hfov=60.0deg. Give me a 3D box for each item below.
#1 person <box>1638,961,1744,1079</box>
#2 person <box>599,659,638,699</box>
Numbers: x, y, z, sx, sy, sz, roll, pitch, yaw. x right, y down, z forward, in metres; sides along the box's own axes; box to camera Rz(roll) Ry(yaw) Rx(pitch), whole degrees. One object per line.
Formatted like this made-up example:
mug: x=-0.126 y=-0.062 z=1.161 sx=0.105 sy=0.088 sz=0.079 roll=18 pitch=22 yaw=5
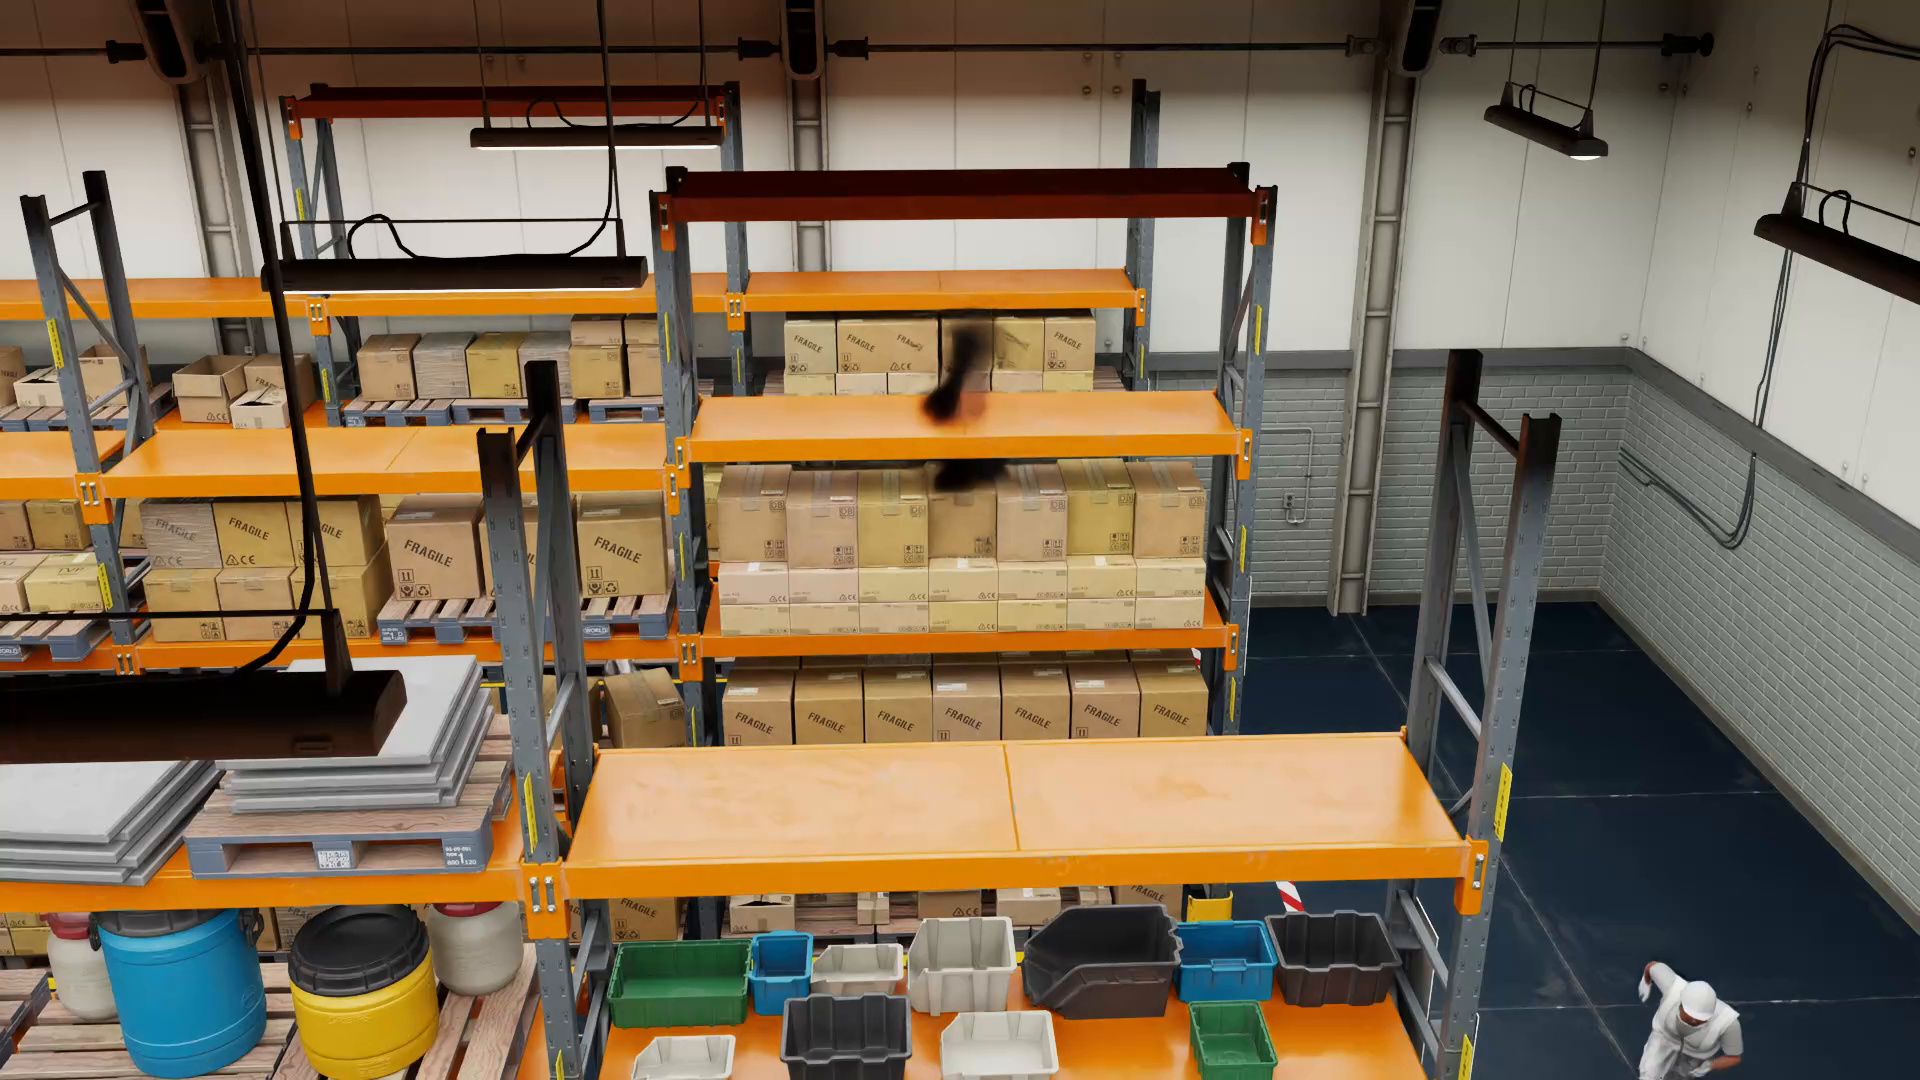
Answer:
person: x=4.768 y=3.333 z=10.954 sx=0.682 sy=1.552 sz=1.176 roll=12 pitch=25 yaw=26
person: x=-3.080 y=1.510 z=15.478 sx=0.779 sy=1.558 sz=0.561 roll=-17 pitch=28 yaw=-36
